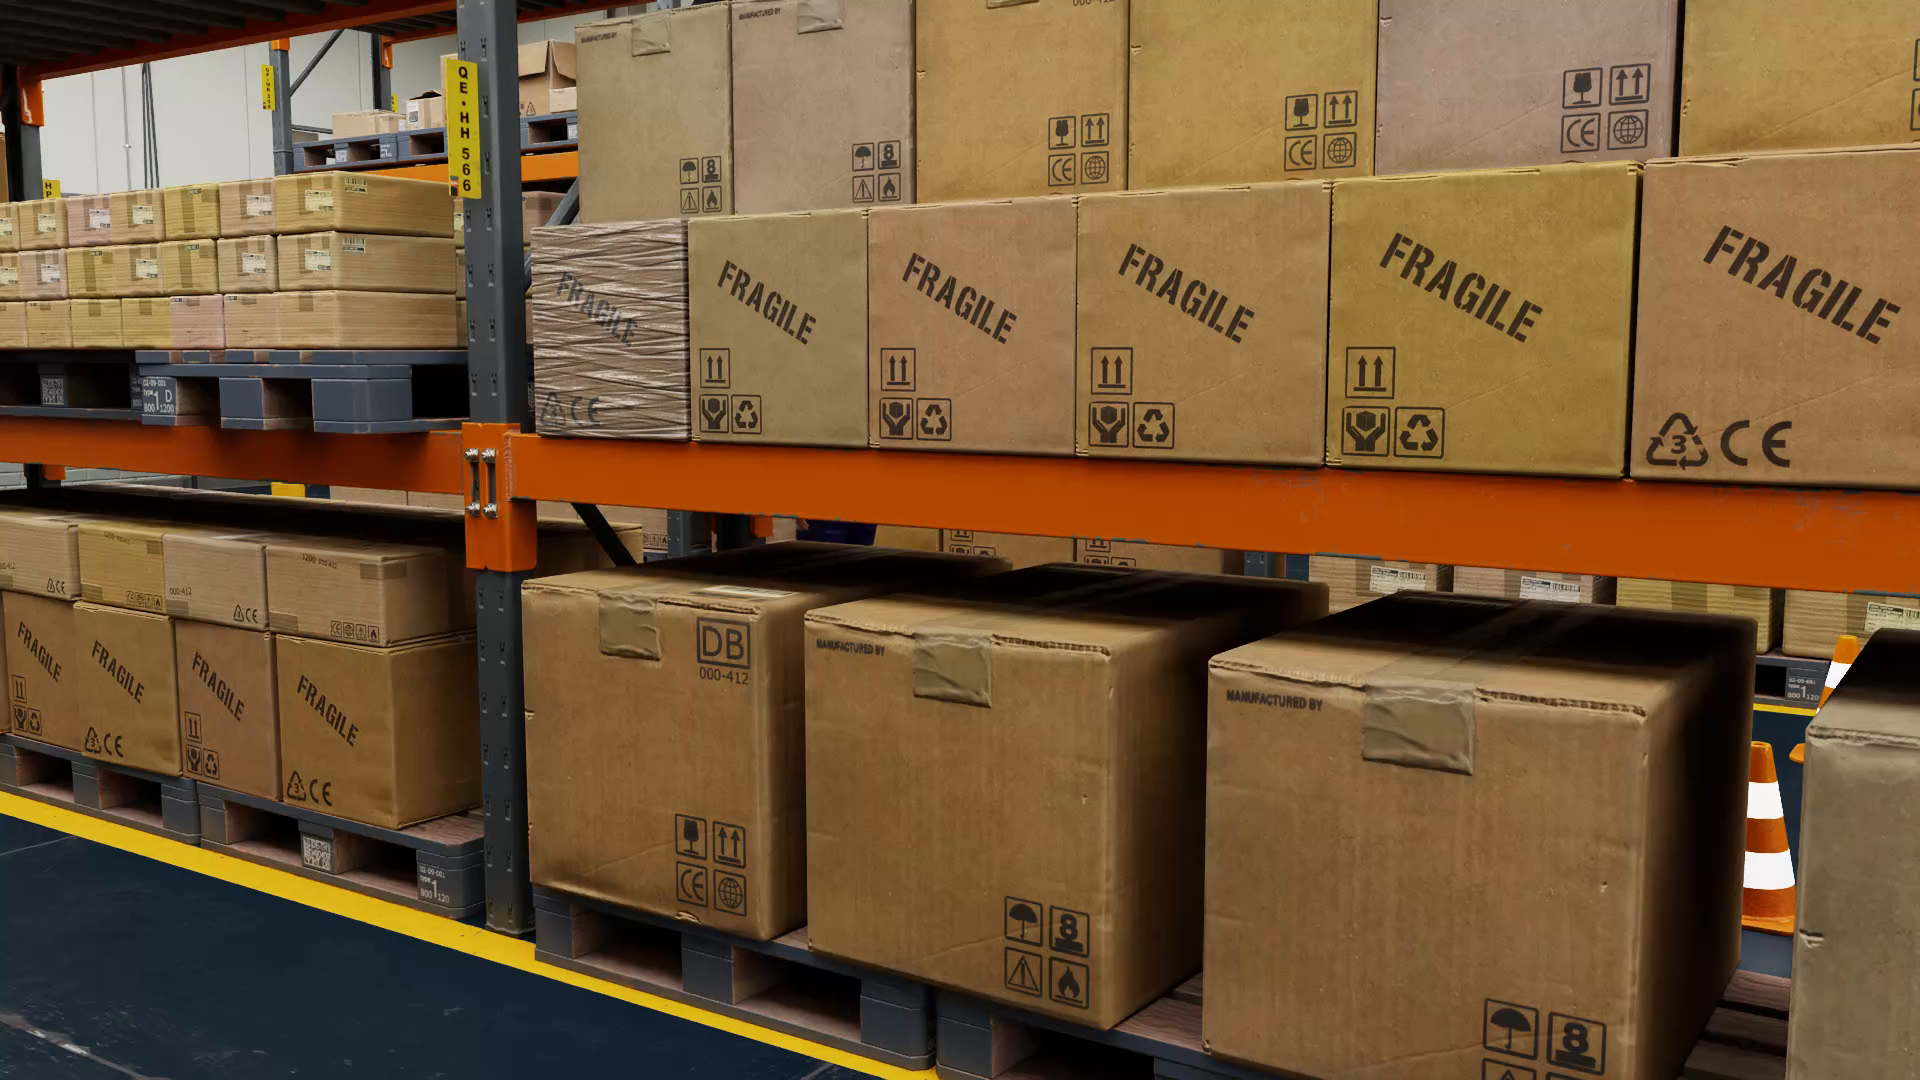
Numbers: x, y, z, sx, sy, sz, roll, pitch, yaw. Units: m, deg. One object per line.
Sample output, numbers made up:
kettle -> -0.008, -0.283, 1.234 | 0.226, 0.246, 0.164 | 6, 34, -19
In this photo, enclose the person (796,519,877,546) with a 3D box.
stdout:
person -> -0.578, -0.191, 7.746 | 0.377, 1.650, 0.555 | 4, 7, 30
